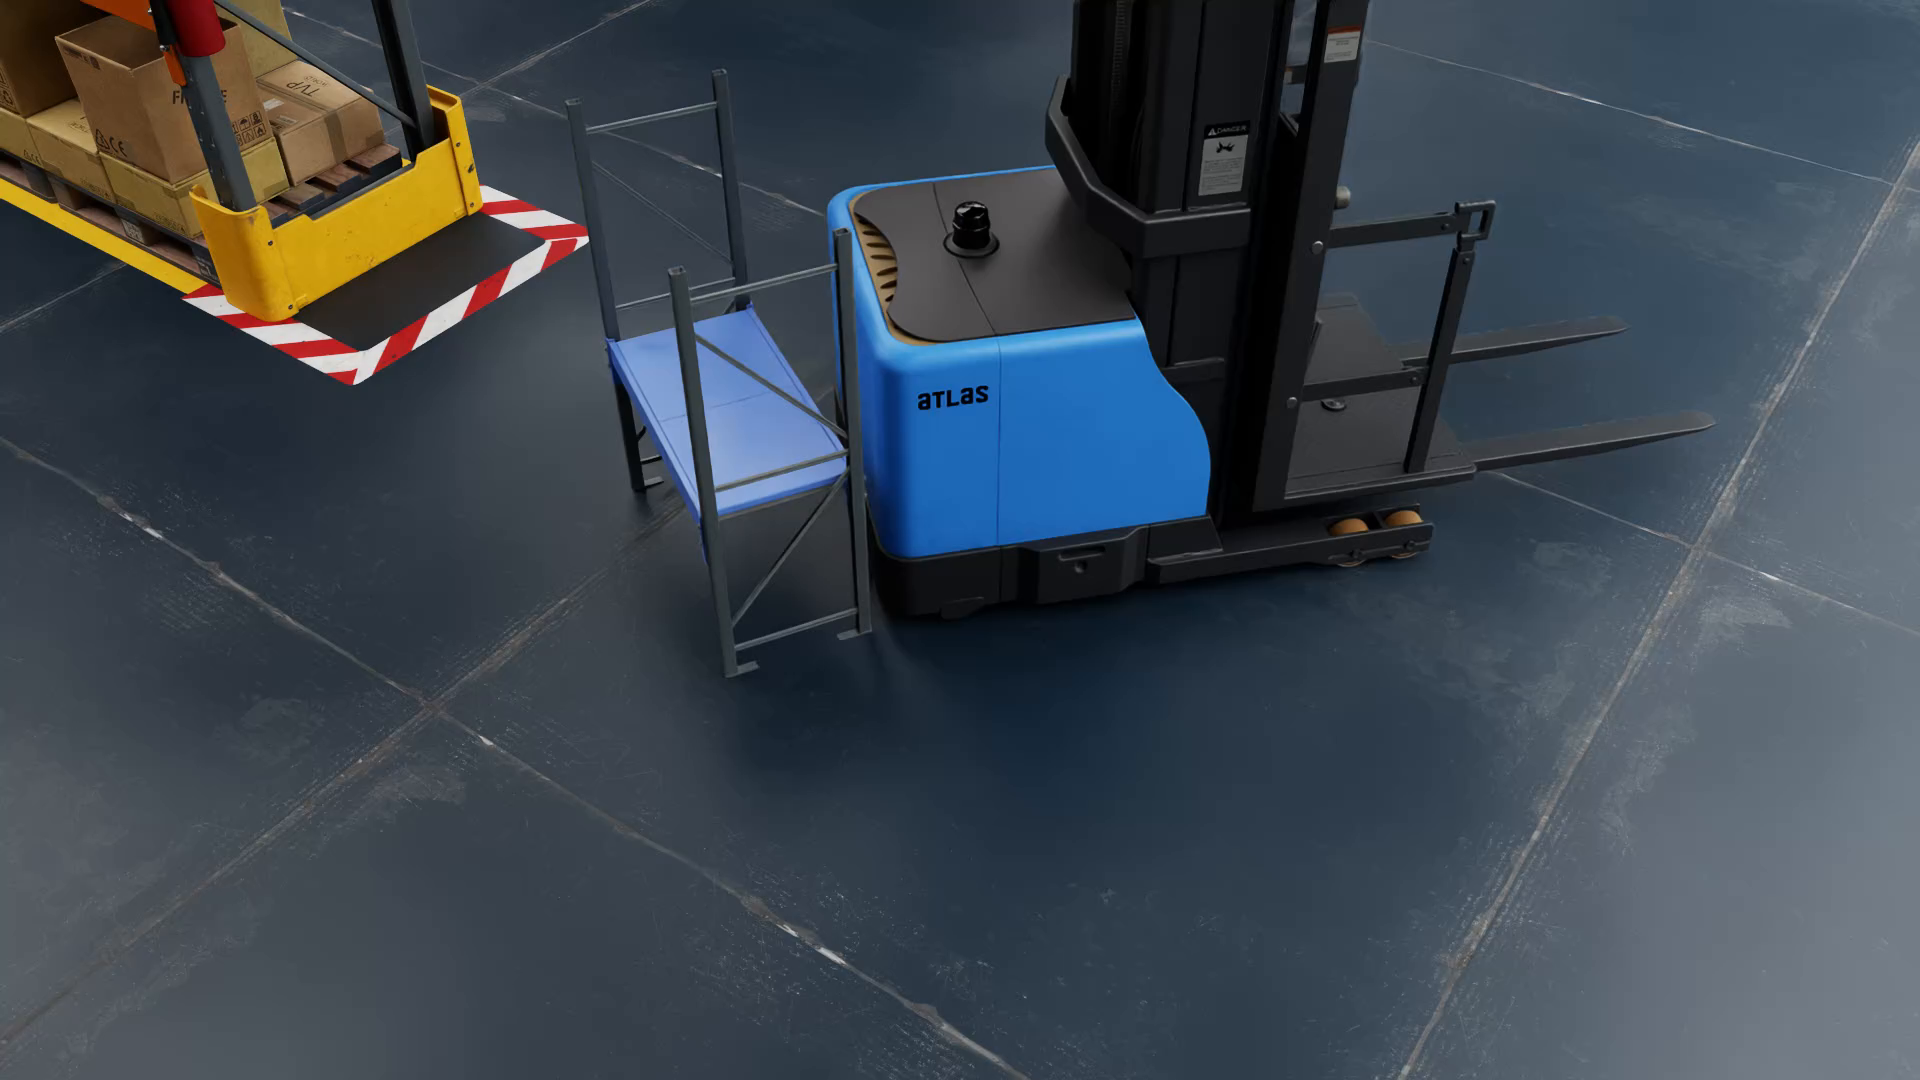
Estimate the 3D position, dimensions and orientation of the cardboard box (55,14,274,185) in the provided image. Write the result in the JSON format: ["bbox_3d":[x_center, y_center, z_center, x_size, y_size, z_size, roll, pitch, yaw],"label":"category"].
[{"bbox_3d":[-3.208,-1.830,6.730,0.500,0.500,0.500,25,48,25],"label":"cardboard box"}]

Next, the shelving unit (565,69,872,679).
[{"bbox_3d":[-0.734,-0.506,5.190,0.538,1.500,1.048,-17,45,-18],"label":"shelving unit"}]

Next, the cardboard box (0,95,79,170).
[{"bbox_3d":[-4.033,-1.927,7.401,0.500,0.250,0.500,25,48,25],"label":"cardboard box"}]

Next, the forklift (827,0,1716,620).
[{"bbox_3d":[1.125,-1.338,5.047,3.031,2.935,1.130,-8,42,-9],"label":"forklift"}]

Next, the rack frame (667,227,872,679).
[{"bbox_3d":[-0.520,-0.198,4.846,0.500,1.500,0.032,-17,45,-18],"label":"rack frame"}]

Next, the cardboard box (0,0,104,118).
[{"bbox_3d":[-4.035,-2.204,7.149,0.500,0.500,0.500,25,48,25],"label":"cardboard box"}]

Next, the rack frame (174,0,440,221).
[{"bbox_3d":[-2.598,-2.375,6.155,0.127,3.000,1.000,25,48,25],"label":"rack frame"}]

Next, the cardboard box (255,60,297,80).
[{"bbox_3d":[-3.320,-2.023,7.509,0.500,0.250,0.500,25,48,25],"label":"cardboard box"}]

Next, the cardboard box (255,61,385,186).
[{"bbox_3d":[-2.909,-1.834,7.297,0.500,0.250,0.500,25,48,25],"label":"cardboard box"}]

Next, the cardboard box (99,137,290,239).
[{"bbox_3d":[-3.206,-1.551,6.981,0.500,0.250,0.500,25,48,25],"label":"cardboard box"}]

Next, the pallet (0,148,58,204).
[{"bbox_3d":[-4.242,-2.074,7.909,1.213,0.211,1.003,25,48,25],"label":"pallet"}]

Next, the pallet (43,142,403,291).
[{"bbox_3d":[-3.248,-1.606,7.387,1.213,0.211,1.003,25,48,25],"label":"pallet"}]

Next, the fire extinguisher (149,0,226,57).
[{"bbox_3d":[-2.768,-2.048,5.847,0.183,0.674,0.296,25,48,25],"label":"fire extinguisher"}]

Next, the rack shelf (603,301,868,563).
[{"bbox_3d":[-0.734,-0.372,5.310,0.538,0.185,1.000,-17,45,-18],"label":"rack shelf"}]

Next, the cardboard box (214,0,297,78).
[{"bbox_3d":[-3.319,-2.304,7.260,0.500,0.500,0.500,25,48,25],"label":"cardboard box"}]

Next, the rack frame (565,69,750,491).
[{"bbox_3d":[-0.947,-0.813,5.534,0.500,1.500,0.032,-17,45,-18],"label":"rack frame"}]

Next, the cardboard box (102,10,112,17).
[{"bbox_3d":[-3.736,-2.488,7.466,0.500,0.500,0.500,25,48,25],"label":"cardboard box"}]

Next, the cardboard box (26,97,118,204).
[{"bbox_3d":[-3.623,-1.736,7.188,0.500,0.250,0.500,25,48,25],"label":"cardboard box"}]

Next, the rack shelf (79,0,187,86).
[{"bbox_3d":[-4.235,-2.873,7.251,4.000,0.370,1.077,25,48,25],"label":"rack shelf"}]

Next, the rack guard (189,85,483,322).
[{"bbox_3d":[-2.578,-1.435,6.979,0.348,0.500,1.175,25,48,25],"label":"rack guard"}]
